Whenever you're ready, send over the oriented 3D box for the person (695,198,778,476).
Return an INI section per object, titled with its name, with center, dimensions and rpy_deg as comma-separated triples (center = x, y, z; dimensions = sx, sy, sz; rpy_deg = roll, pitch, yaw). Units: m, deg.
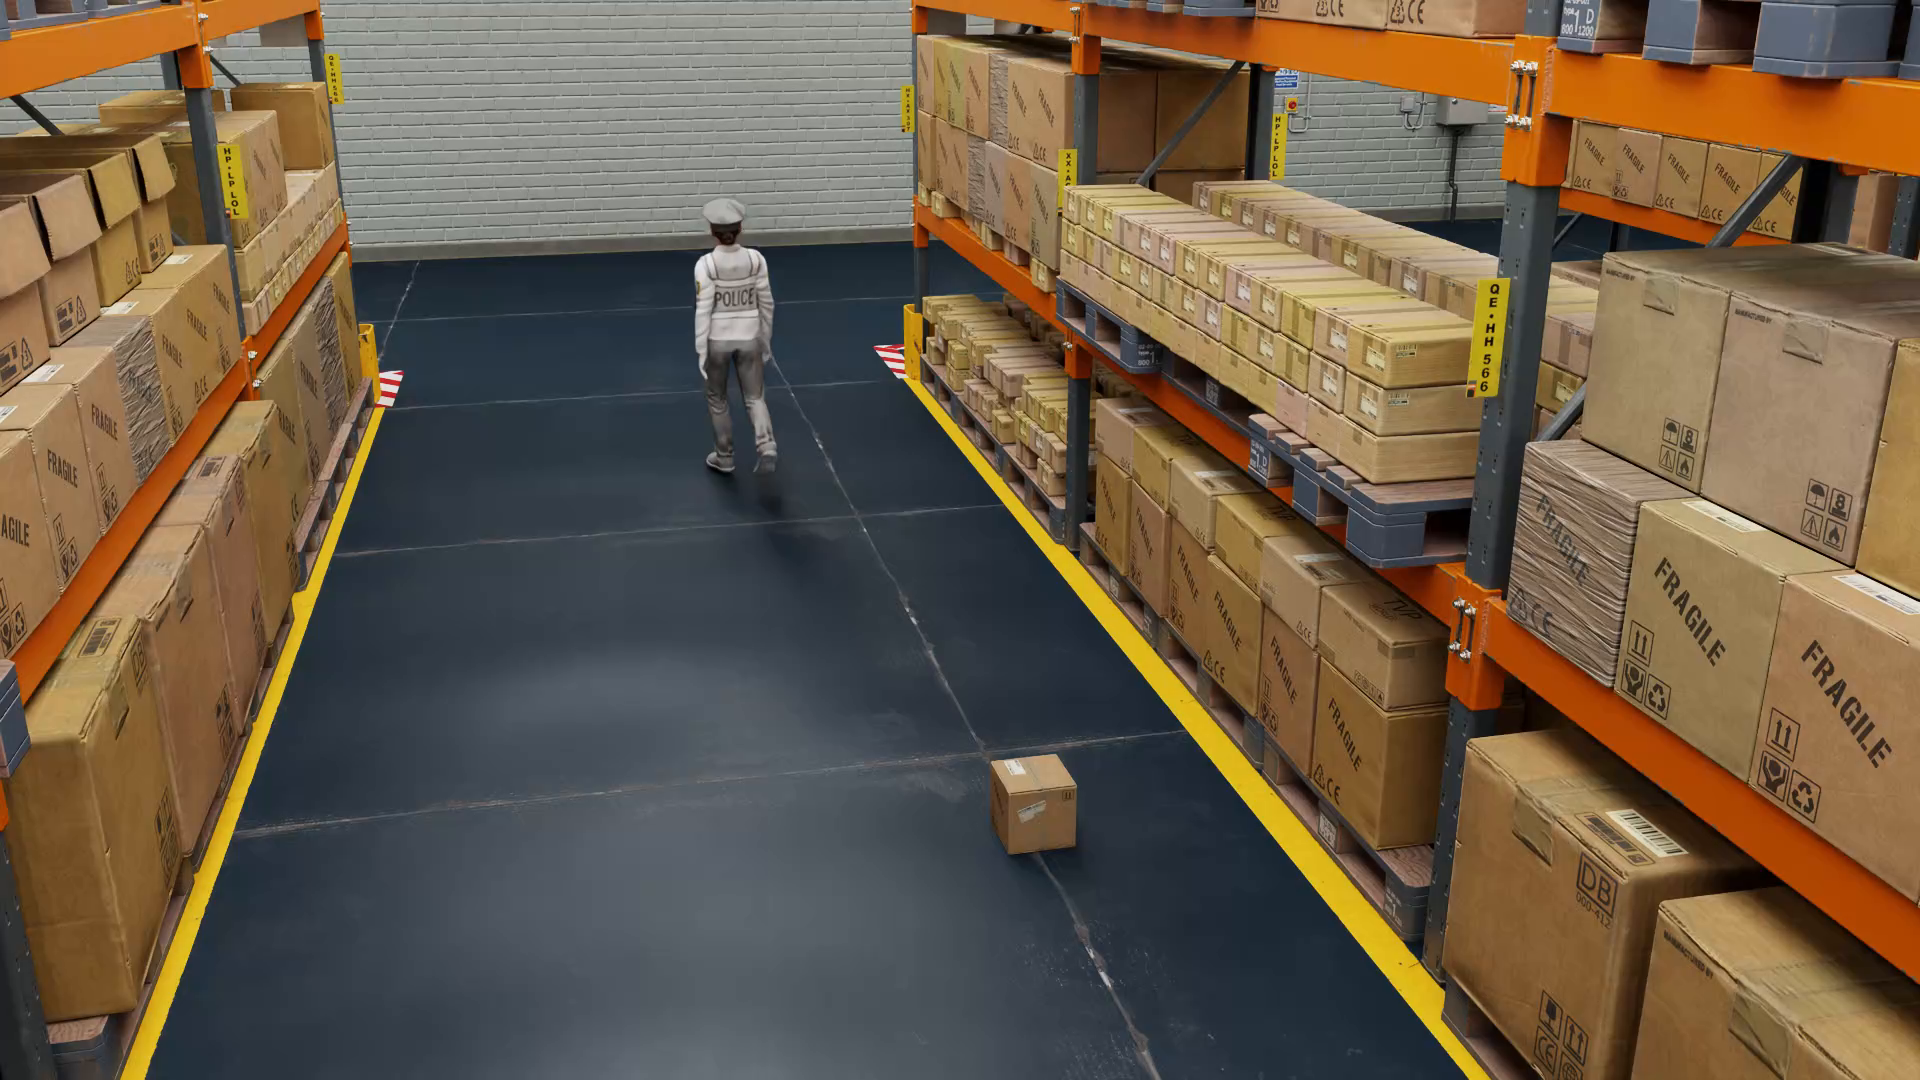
[person]
center = -1.311, -1.155, 9.716
dimensions = 0.494, 1.658, 0.811
rpy_deg = -8, 21, -22
